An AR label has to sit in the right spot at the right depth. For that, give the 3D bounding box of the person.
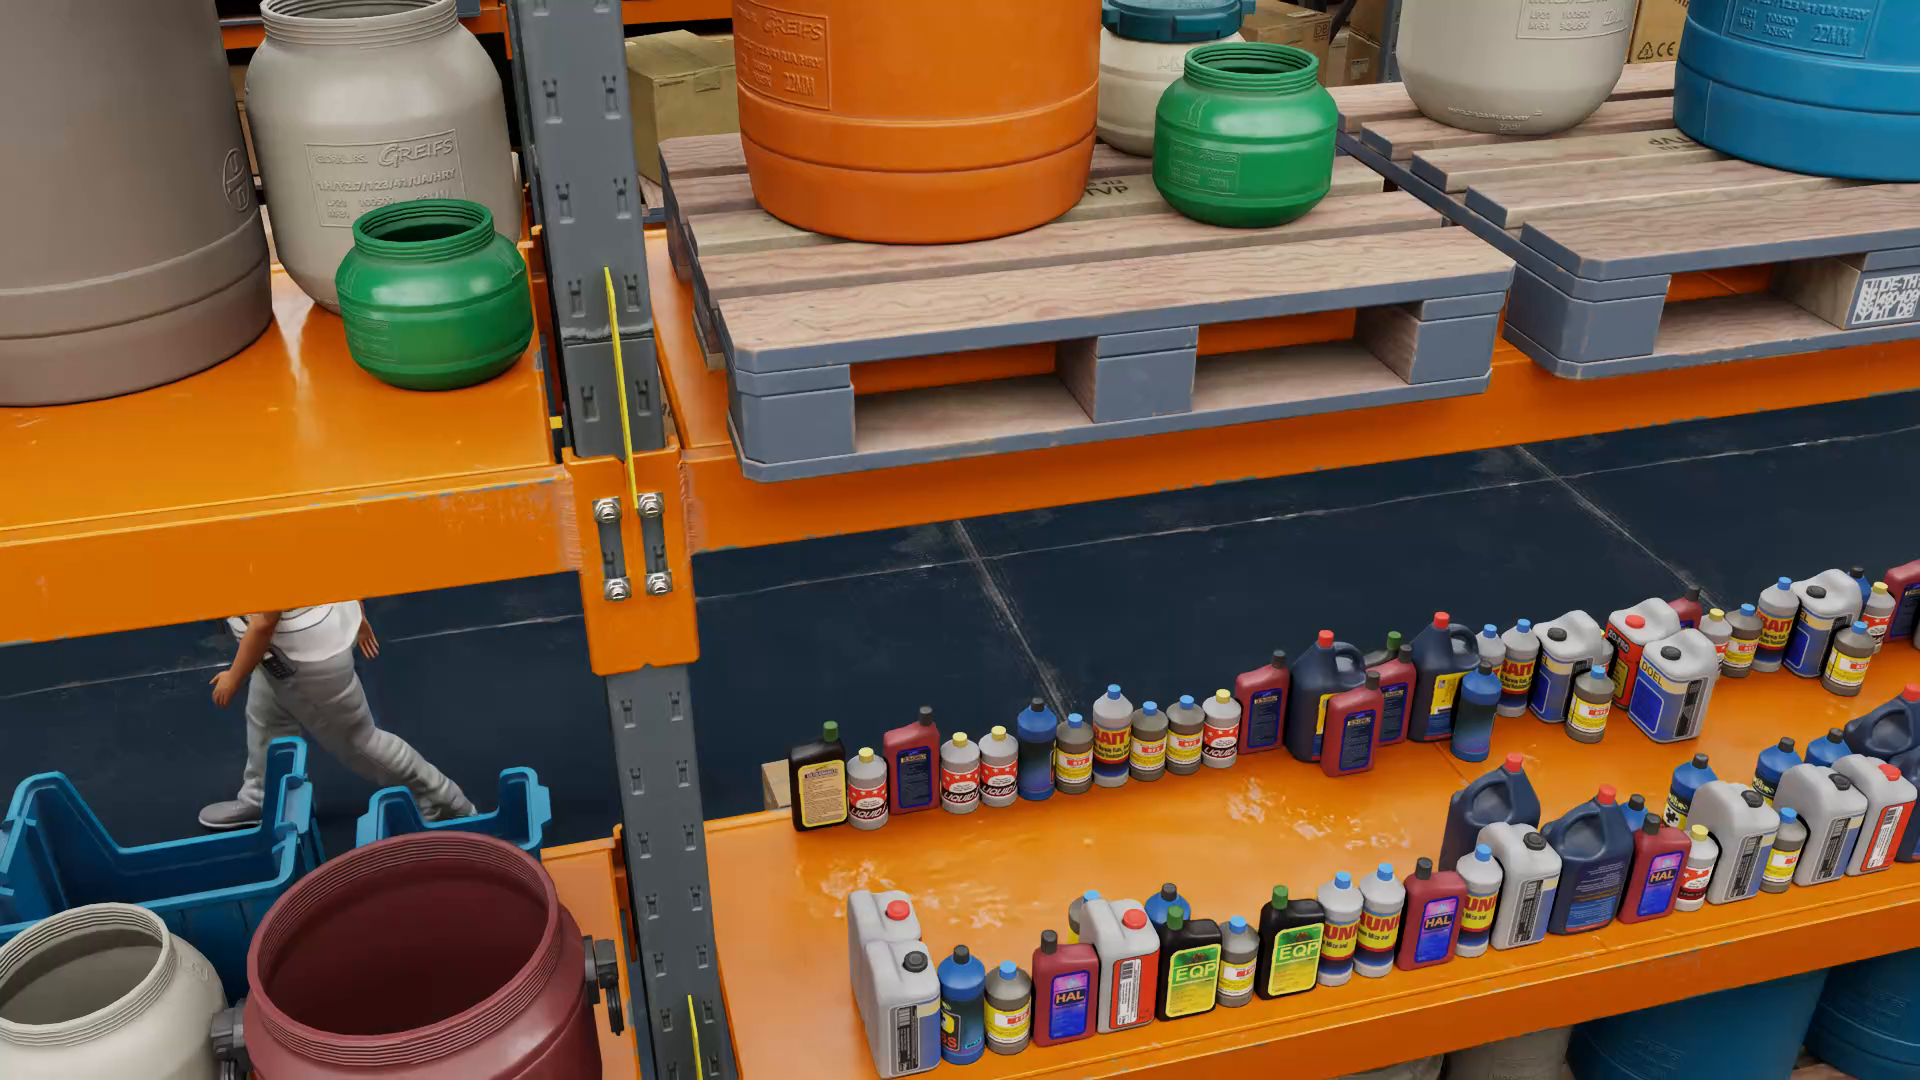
[{"bbox_3d":[-2.218,0.349,5.530,1.000,1.607,0.481,-4,31,-7],"label":"person"}]
